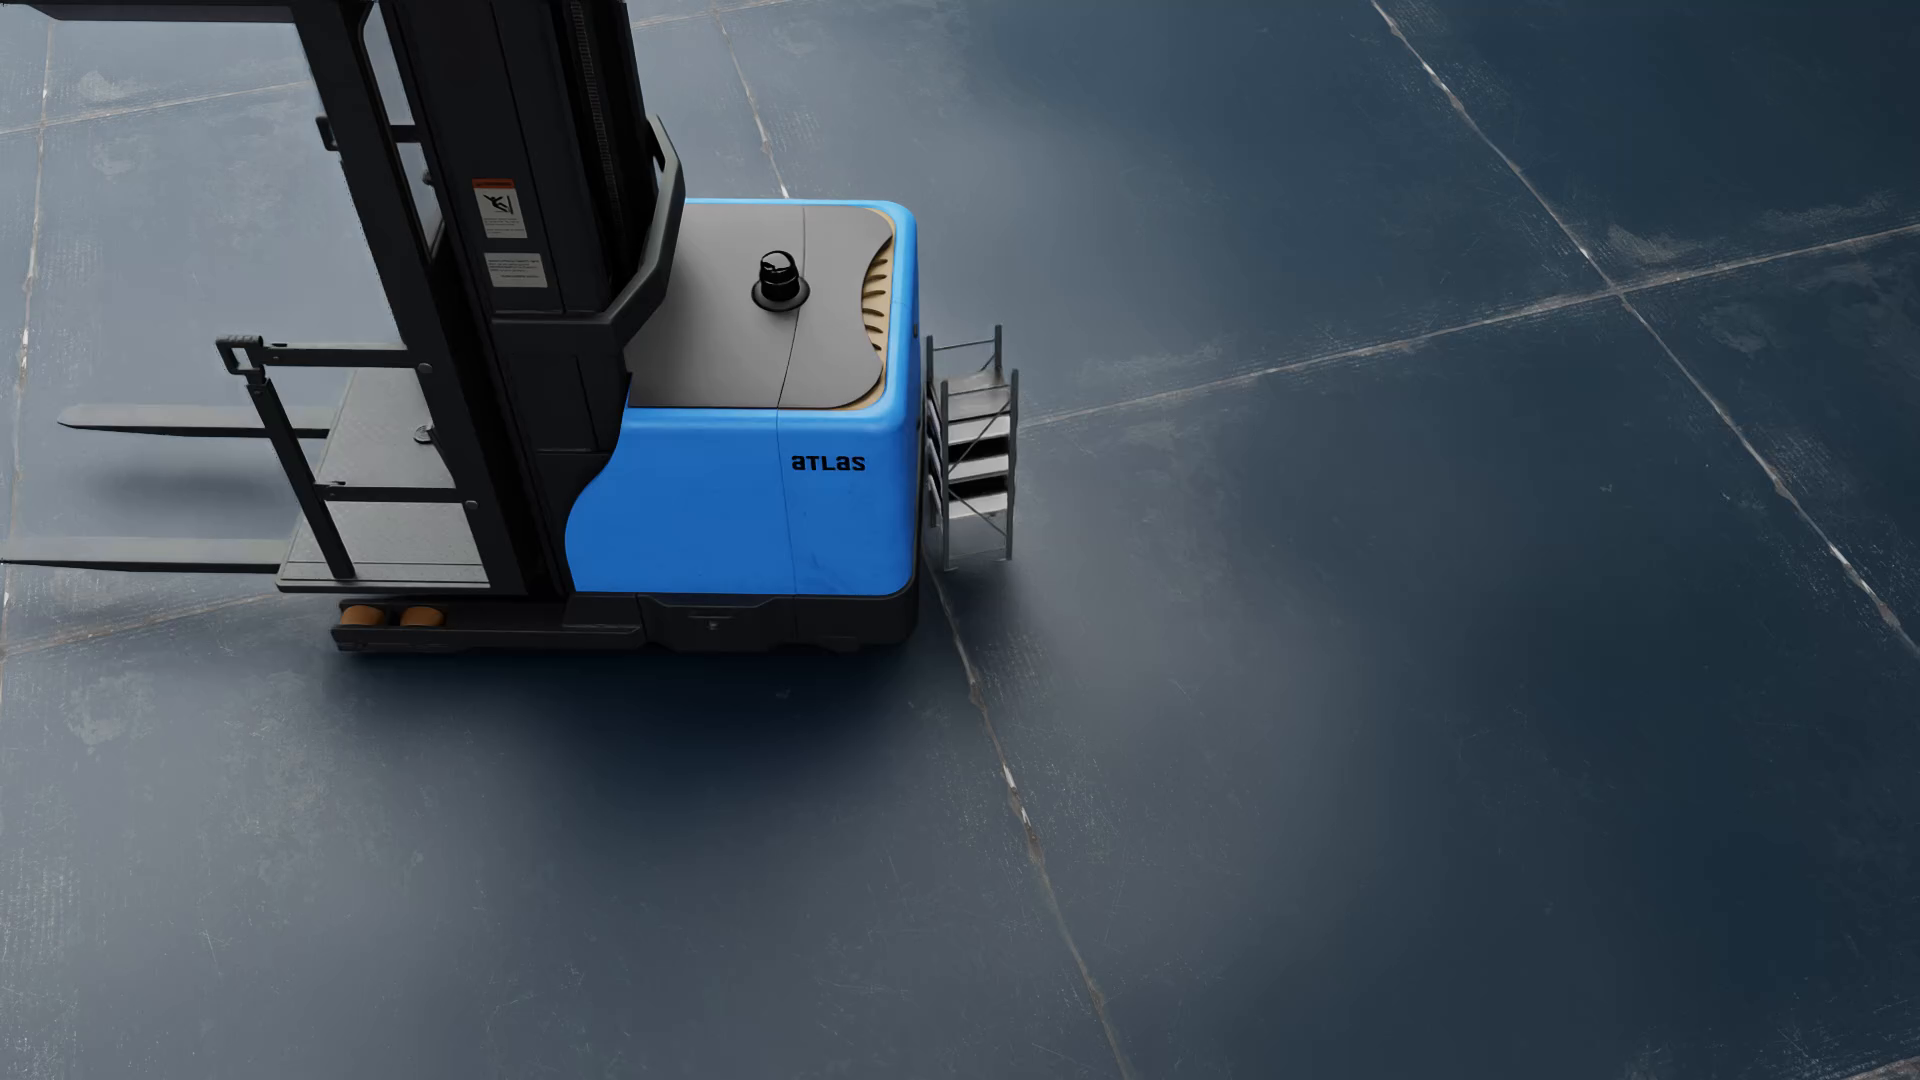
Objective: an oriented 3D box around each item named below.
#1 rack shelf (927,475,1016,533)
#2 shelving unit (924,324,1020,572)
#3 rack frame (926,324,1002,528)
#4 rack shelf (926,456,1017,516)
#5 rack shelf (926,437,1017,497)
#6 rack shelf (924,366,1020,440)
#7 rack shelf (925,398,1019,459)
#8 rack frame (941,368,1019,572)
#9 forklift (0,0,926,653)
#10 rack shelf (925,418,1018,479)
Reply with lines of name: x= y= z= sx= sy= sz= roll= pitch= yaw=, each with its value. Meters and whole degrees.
rack shelf: x=0.036 y=-0.142 z=5.560 sx=0.258 sy=0.077 sz=0.200 roll=-10 pitch=51 yaw=-9
shelving unit: x=0.036 y=-0.280 z=5.397 sx=0.258 sy=0.900 sz=0.210 roll=-10 pitch=51 yaw=-9
rack frame: x=0.013 y=-0.355 z=5.461 sx=0.240 sy=0.900 sz=0.006 roll=-10 pitch=51 yaw=-9
rack shelf: x=0.036 y=-0.200 z=5.491 sx=0.258 sy=0.077 sz=0.200 roll=-10 pitch=51 yaw=-9
rack shelf: x=0.036 y=-0.258 z=5.423 sx=0.258 sy=0.077 sz=0.200 roll=-10 pitch=51 yaw=-9
rack shelf: x=0.036 y=-0.432 z=5.216 sx=0.258 sy=0.077 sz=0.200 roll=-10 pitch=51 yaw=-9
rack shelf: x=0.036 y=-0.374 z=5.285 sx=0.258 sy=0.077 sz=0.200 roll=-10 pitch=51 yaw=-9
rack frame: x=0.060 y=-0.204 z=5.333 sx=0.240 sy=0.900 sz=0.006 roll=-10 pitch=51 yaw=-9
forklift: x=-1.647 y=-0.981 z=4.660 sx=3.031 sy=2.935 sz=1.130 roll=1 pitch=50 yaw=1
rack shelf: x=0.036 y=-0.316 z=5.354 sx=0.258 sy=0.077 sz=0.200 roll=-10 pitch=51 yaw=-9
